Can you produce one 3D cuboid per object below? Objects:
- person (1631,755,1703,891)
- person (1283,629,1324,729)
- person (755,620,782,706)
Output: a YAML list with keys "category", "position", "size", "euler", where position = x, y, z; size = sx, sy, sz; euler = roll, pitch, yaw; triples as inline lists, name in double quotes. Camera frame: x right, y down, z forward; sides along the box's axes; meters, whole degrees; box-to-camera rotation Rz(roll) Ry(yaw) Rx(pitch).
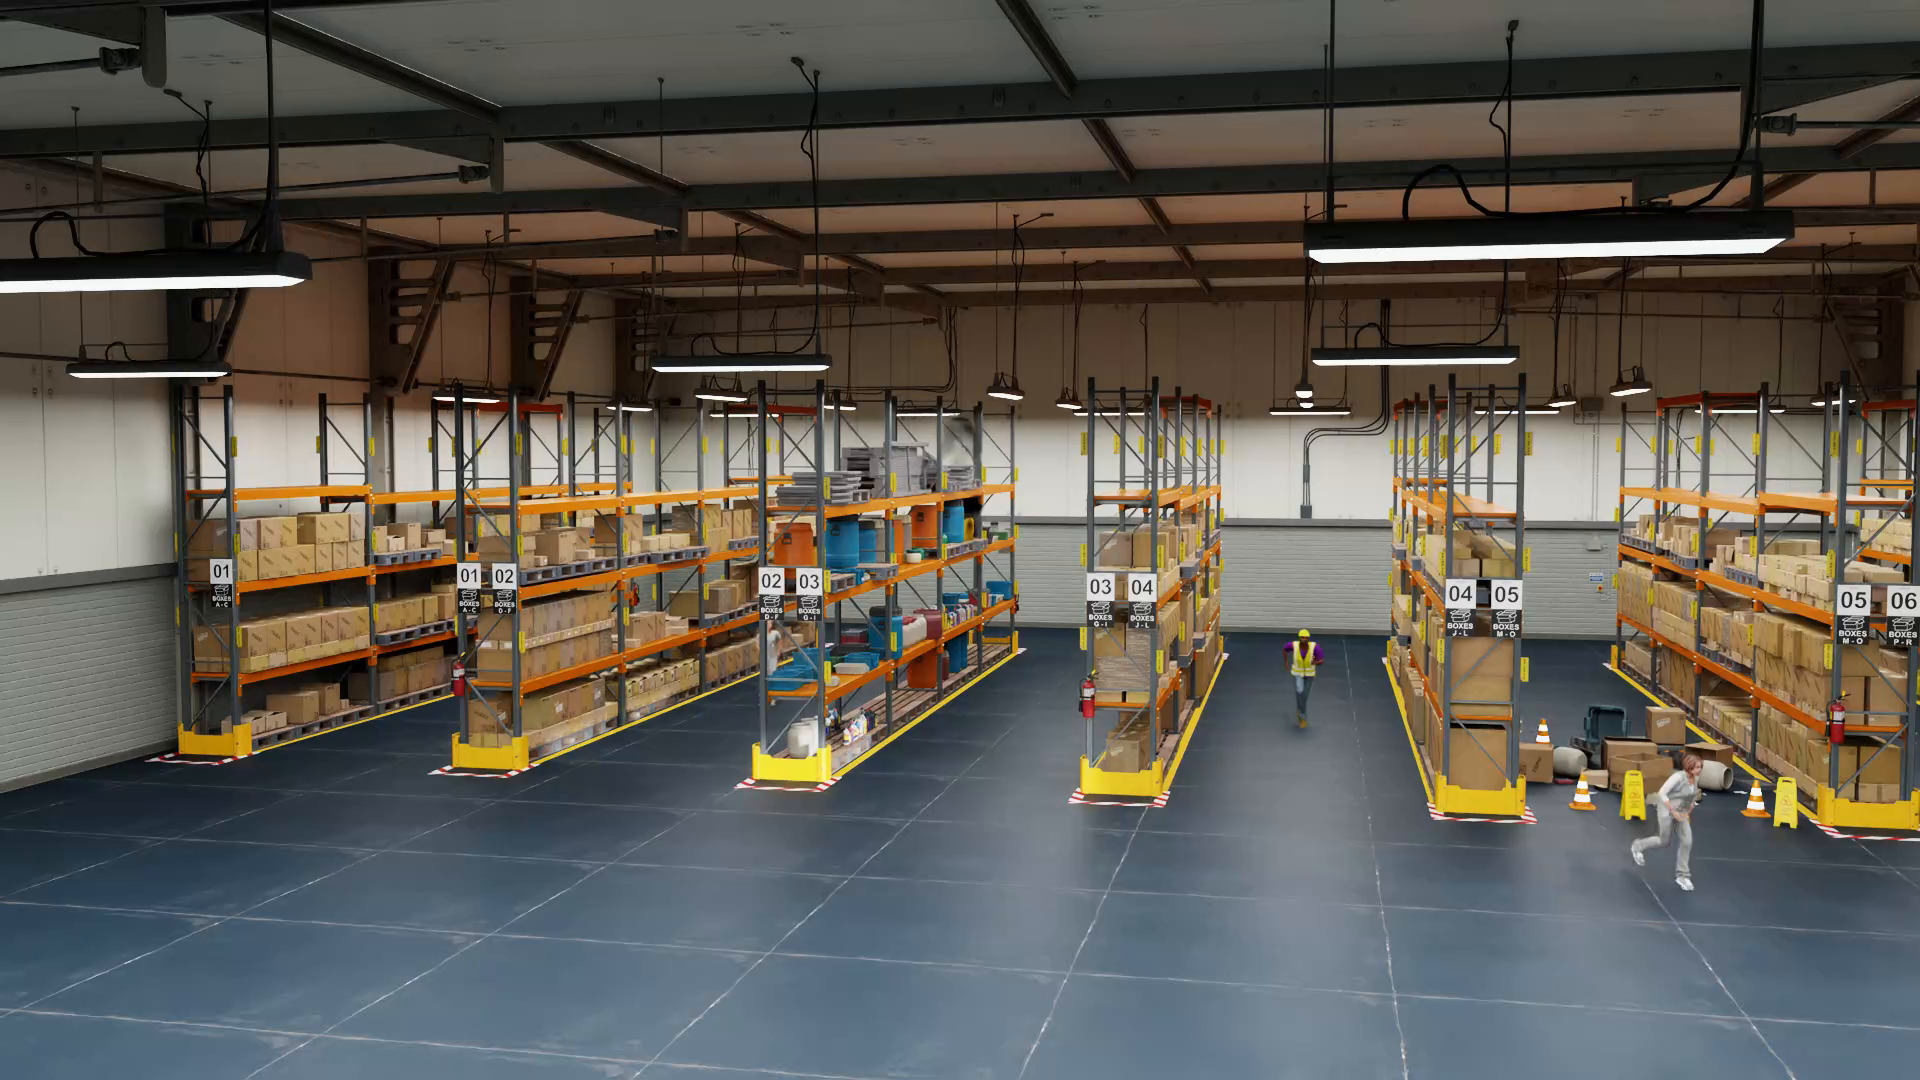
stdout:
- category: "person"
  position: [8.137, 3.187, 19.113]
  size: [0.559, 1.549, 0.858]
  euler: [-2, 4, -32]
- category: "person"
  position: [6.177, 2.470, 29.961]
  size: [0.694, 1.774, 0.999]
  euler: [0, 3, 1]
- category: "person"
  position: [-3.738, 2.359, 32.403]
  size: [0.507, 1.710, 0.809]
  euler: [0, 3, -1]
